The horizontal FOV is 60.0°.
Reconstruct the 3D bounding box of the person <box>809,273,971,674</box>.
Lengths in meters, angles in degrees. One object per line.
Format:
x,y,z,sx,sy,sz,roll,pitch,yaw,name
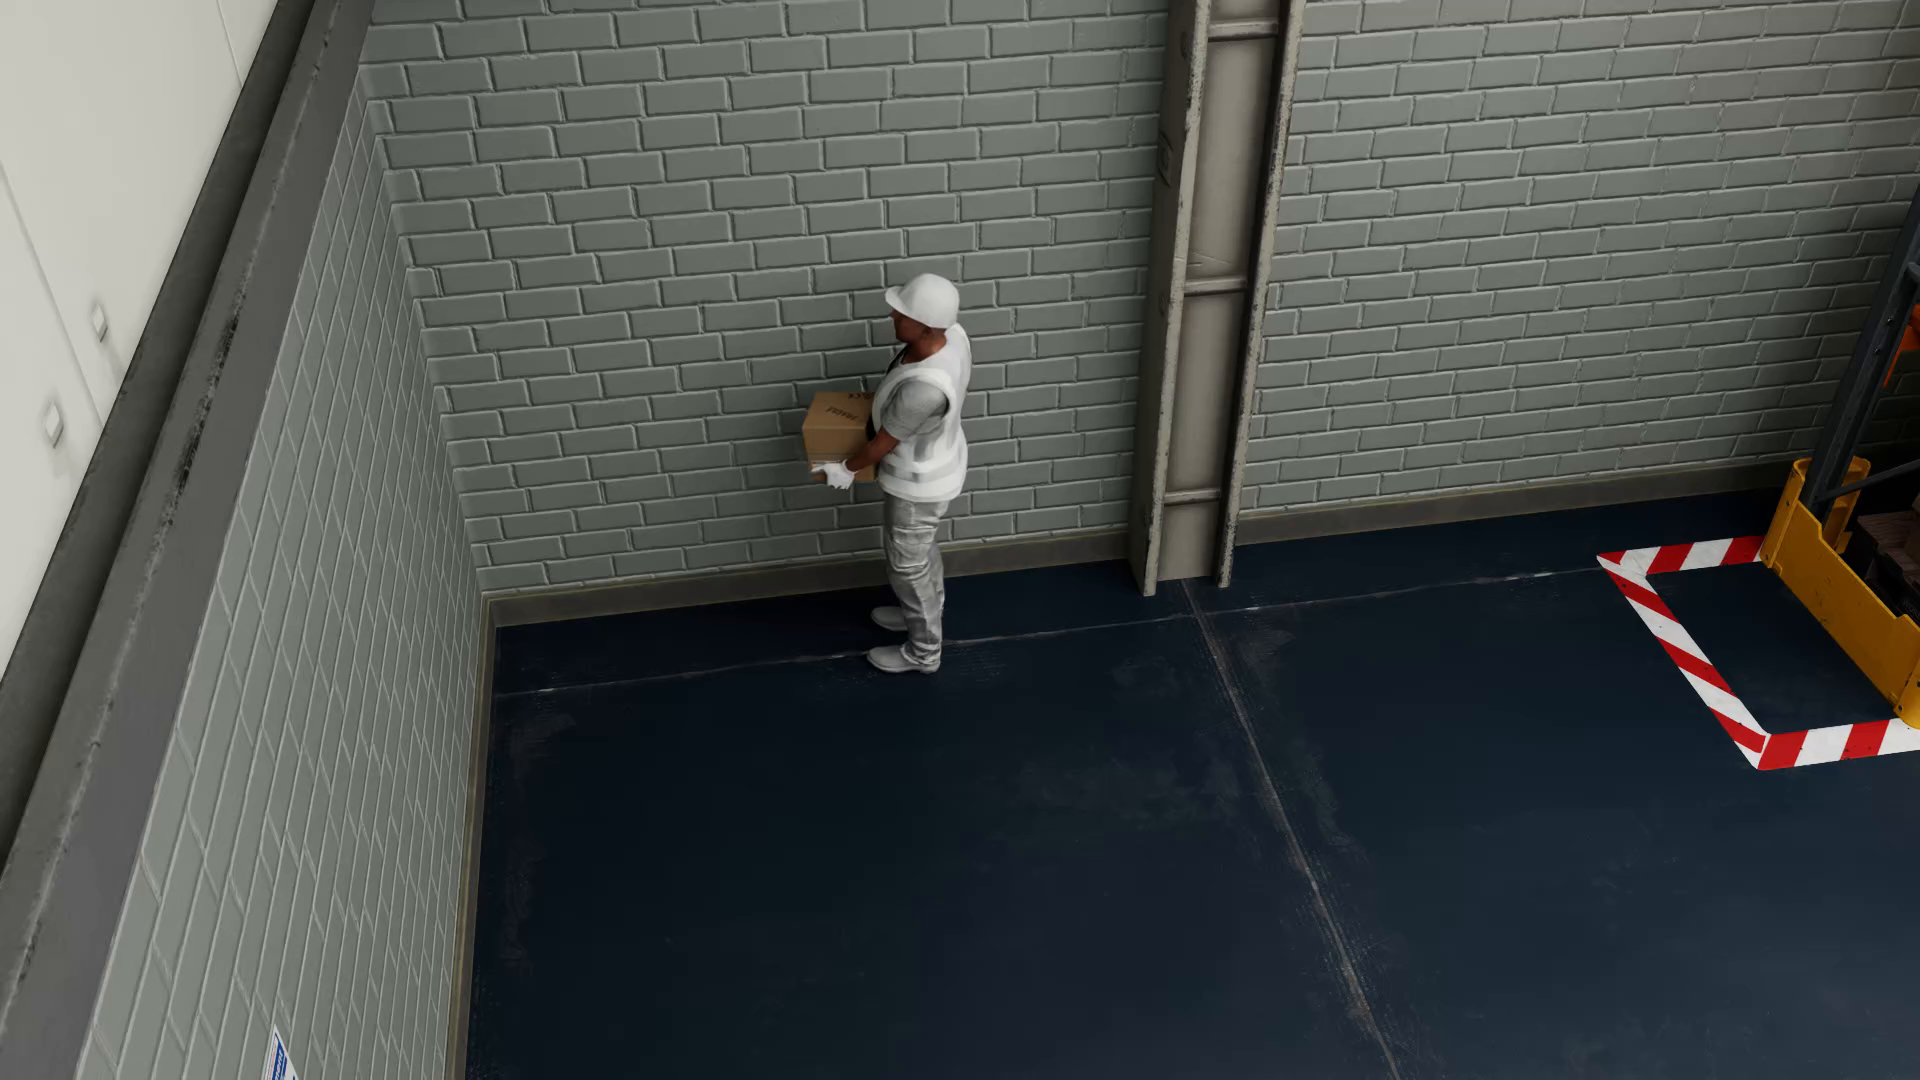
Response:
-0.264,-0.255,6.461,0.586,1.783,0.494,6,39,7,person
